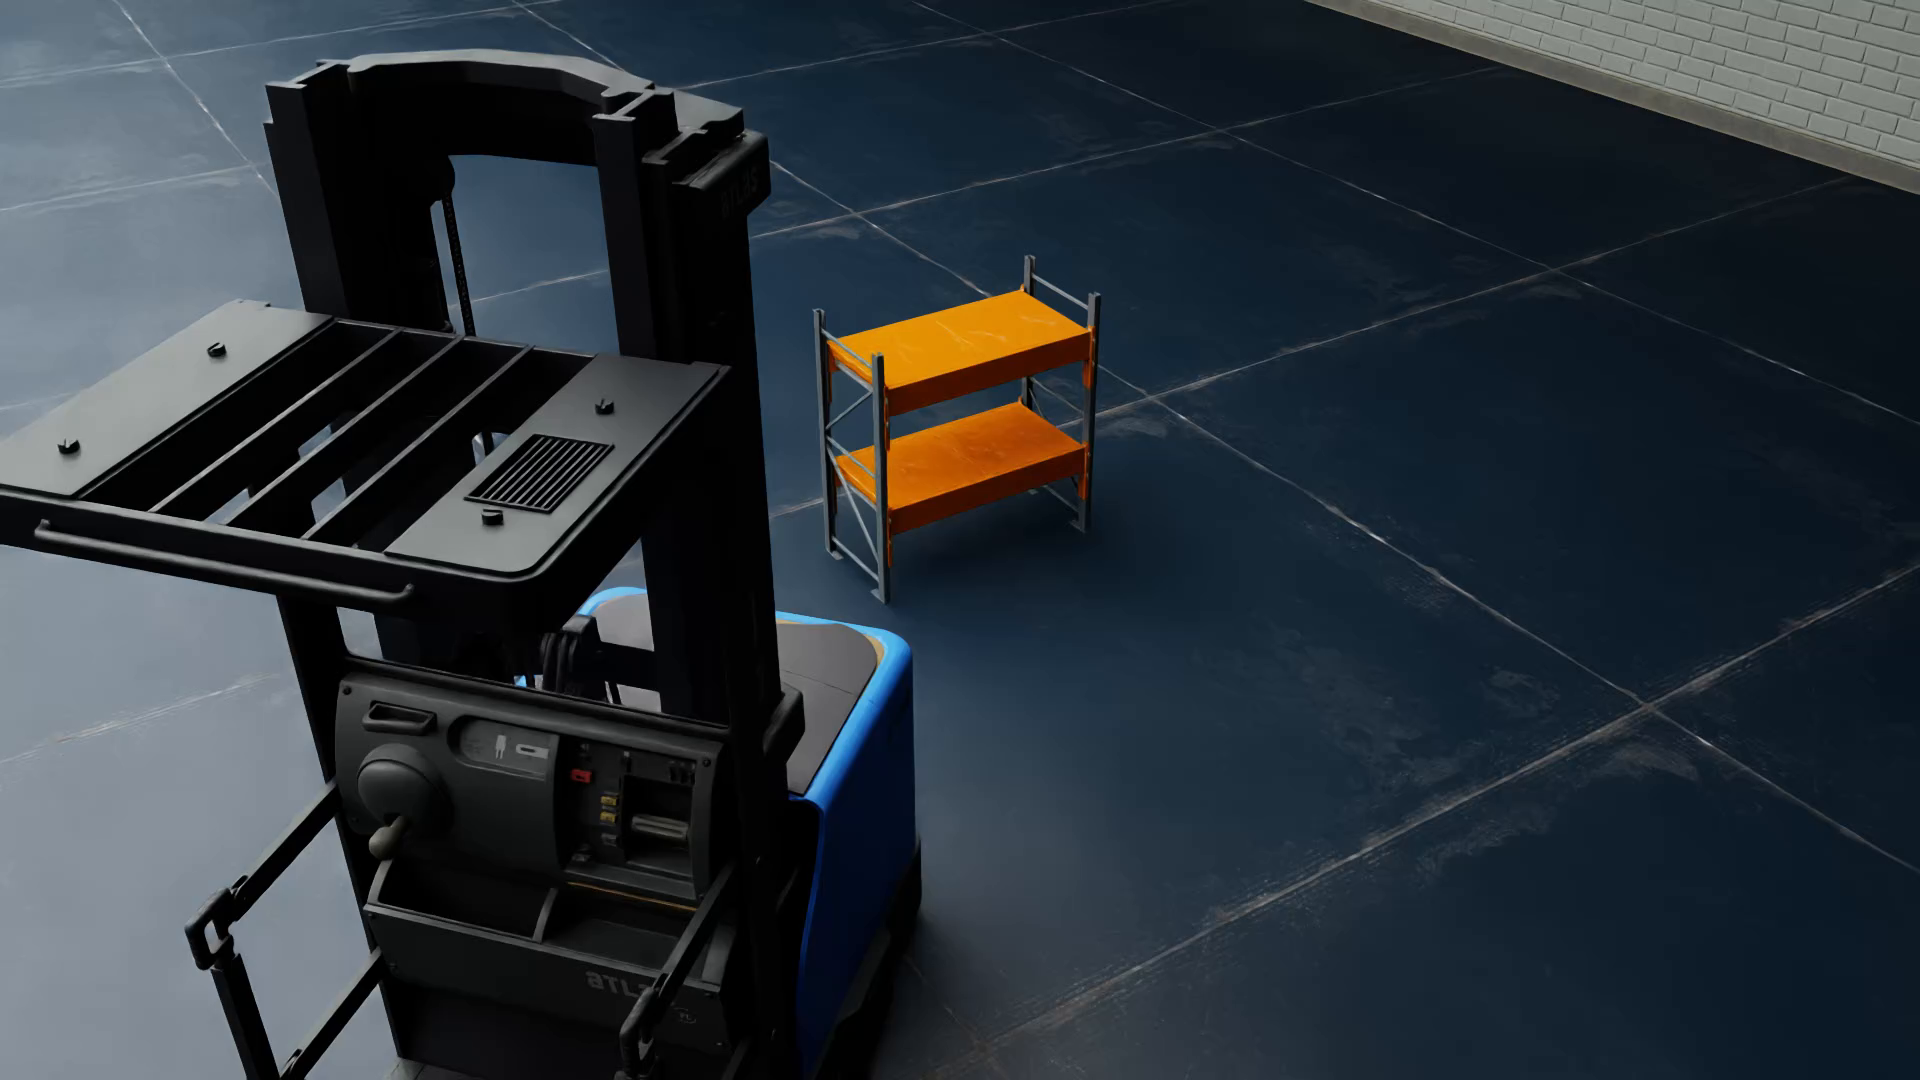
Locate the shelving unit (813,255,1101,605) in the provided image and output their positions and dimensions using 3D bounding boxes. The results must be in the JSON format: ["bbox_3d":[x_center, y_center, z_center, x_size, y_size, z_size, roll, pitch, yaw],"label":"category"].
[{"bbox_3d":[-0.006,-0.474,6.947,1.048,1.125,0.538,-19,37,-27],"label":"shelving unit"}]

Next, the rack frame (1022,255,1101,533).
[{"bbox_3d":[0.422,-0.621,7.180,0.032,1.125,0.500,-19,37,-27],"label":"rack frame"}]

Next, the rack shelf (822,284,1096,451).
[{"bbox_3d":[-0.006,-0.721,6.791,1.000,0.278,0.538,-19,37,-27],"label":"rack shelf"}]

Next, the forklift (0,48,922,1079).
[{"bbox_3d":[-1.030,0.618,3.523,1.130,2.935,3.031,9,33,14],"label":"forklift"}]

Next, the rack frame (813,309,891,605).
[{"bbox_3d":[-0.433,-0.327,6.714,0.032,1.125,0.500,-19,37,-27],"label":"rack frame"}]

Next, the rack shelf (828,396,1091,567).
[{"bbox_3d":[-0.006,-0.267,7.077,1.000,0.278,0.538,-19,37,-27],"label":"rack shelf"}]
